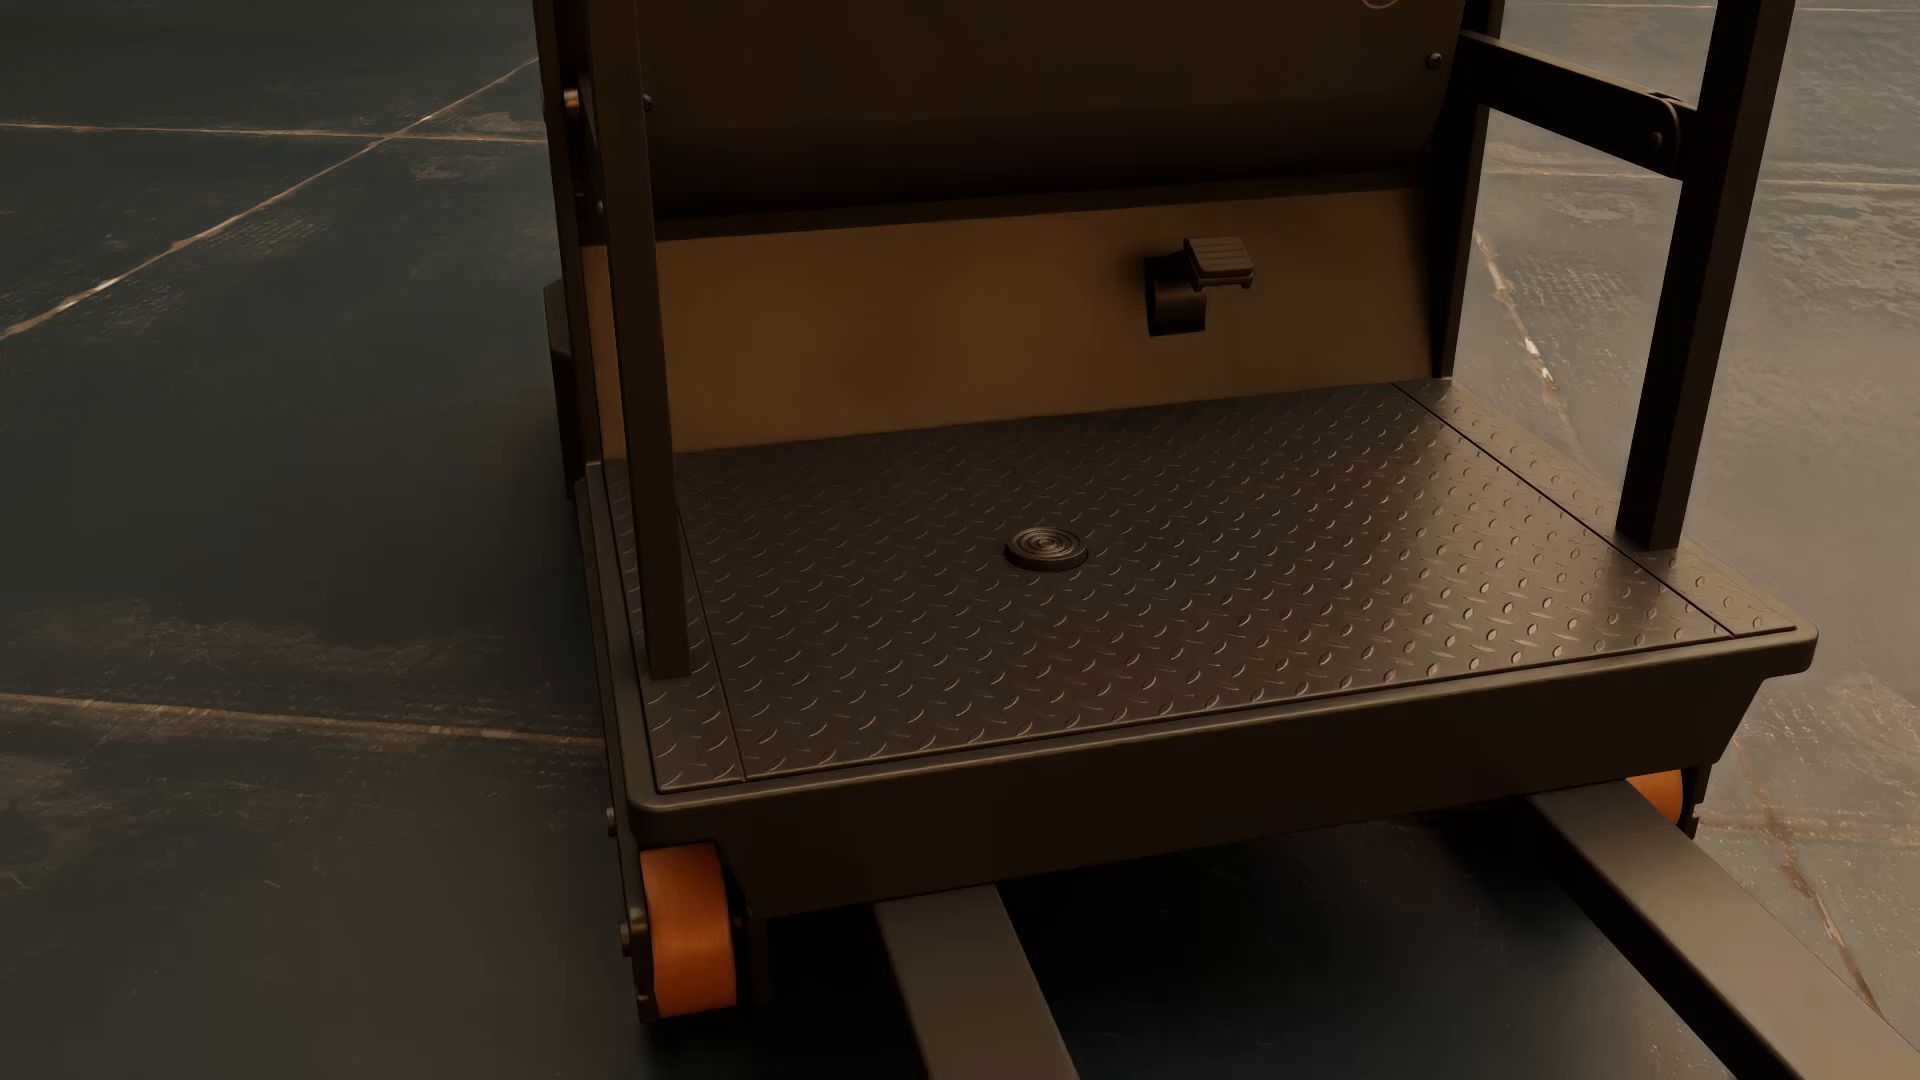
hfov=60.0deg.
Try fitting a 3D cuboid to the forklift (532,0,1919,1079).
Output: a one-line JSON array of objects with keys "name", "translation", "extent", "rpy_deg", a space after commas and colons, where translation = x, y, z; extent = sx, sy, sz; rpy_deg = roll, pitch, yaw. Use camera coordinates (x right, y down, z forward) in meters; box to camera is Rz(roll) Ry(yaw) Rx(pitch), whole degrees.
[{"name": "forklift", "translation": [0.153, -1.049, 1.319], "extent": [1.130, 2.935, 3.031], "rpy_deg": [-7, 27, -13]}]
